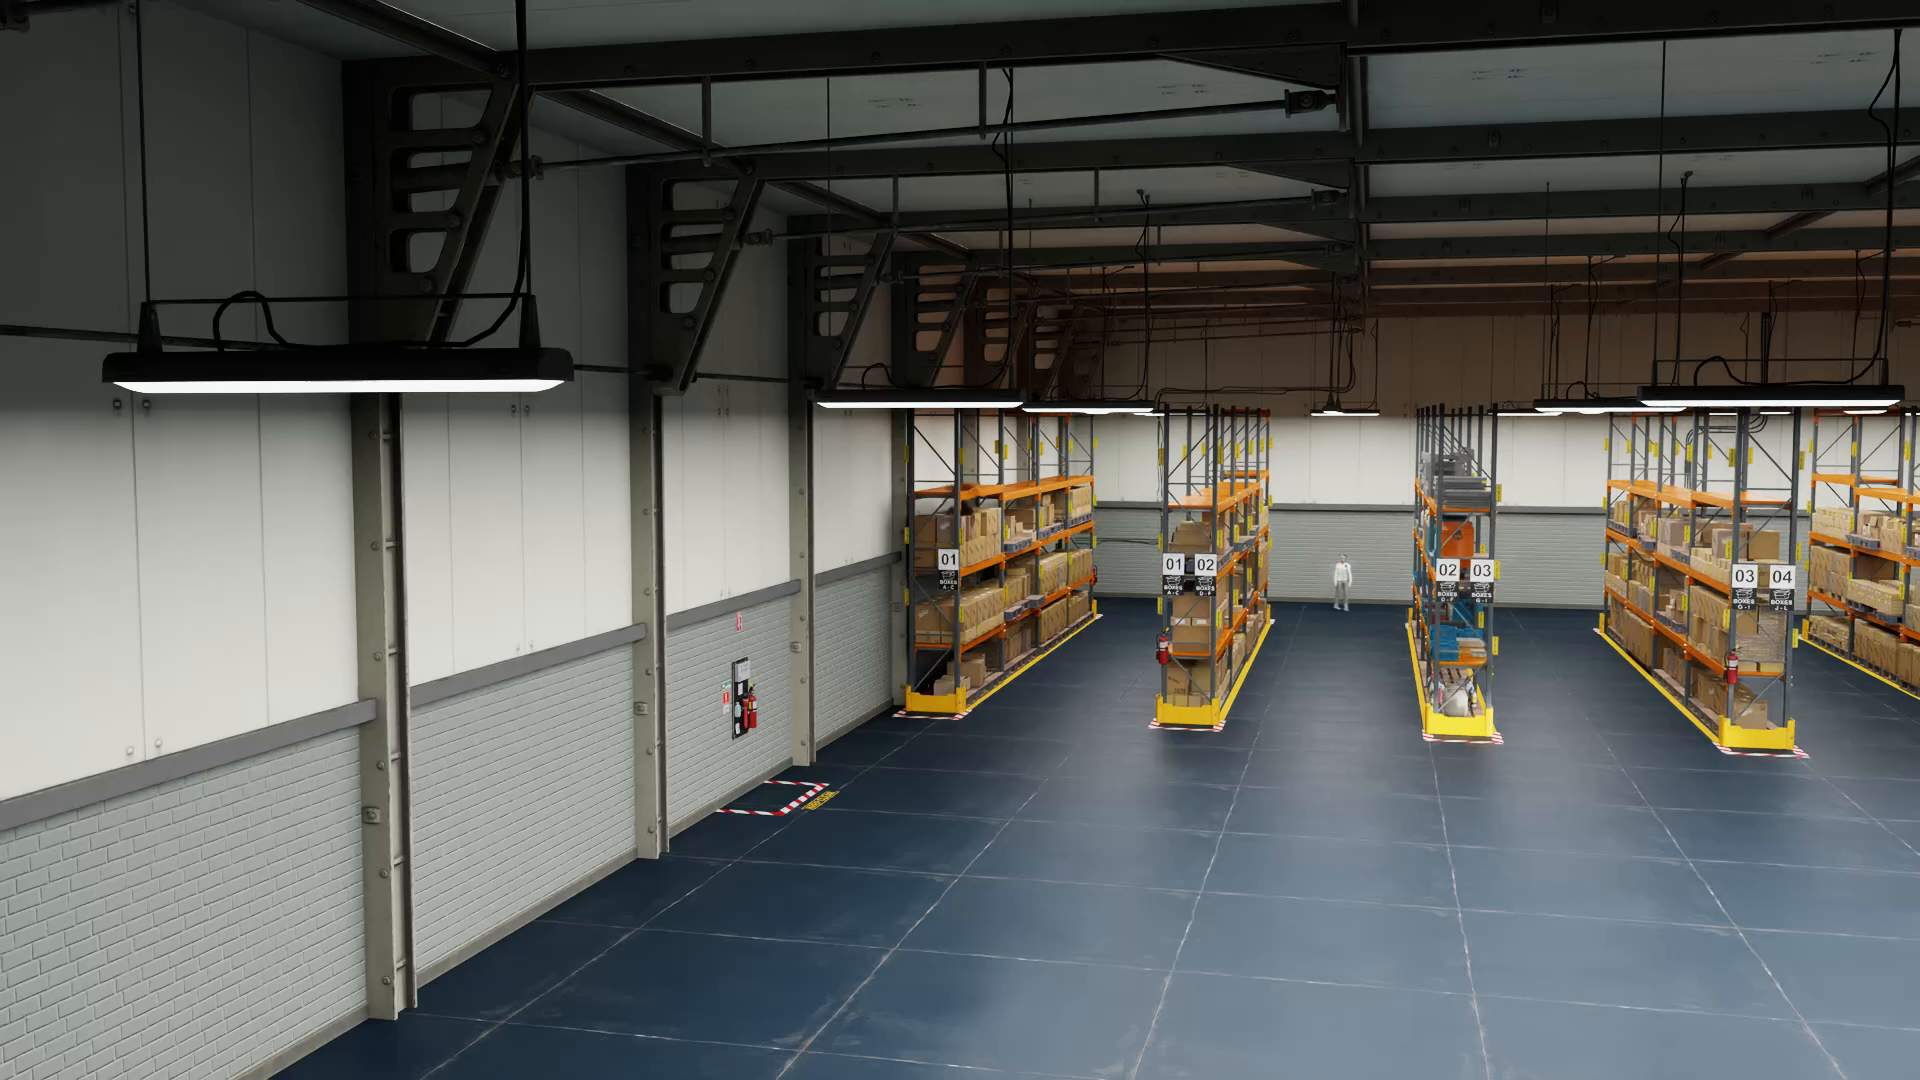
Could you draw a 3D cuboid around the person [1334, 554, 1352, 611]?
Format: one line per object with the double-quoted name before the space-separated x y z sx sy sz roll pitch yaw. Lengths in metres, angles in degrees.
"person" 11.506 1.265 49.910 0.480 1.699 0.516 0 4 -3
